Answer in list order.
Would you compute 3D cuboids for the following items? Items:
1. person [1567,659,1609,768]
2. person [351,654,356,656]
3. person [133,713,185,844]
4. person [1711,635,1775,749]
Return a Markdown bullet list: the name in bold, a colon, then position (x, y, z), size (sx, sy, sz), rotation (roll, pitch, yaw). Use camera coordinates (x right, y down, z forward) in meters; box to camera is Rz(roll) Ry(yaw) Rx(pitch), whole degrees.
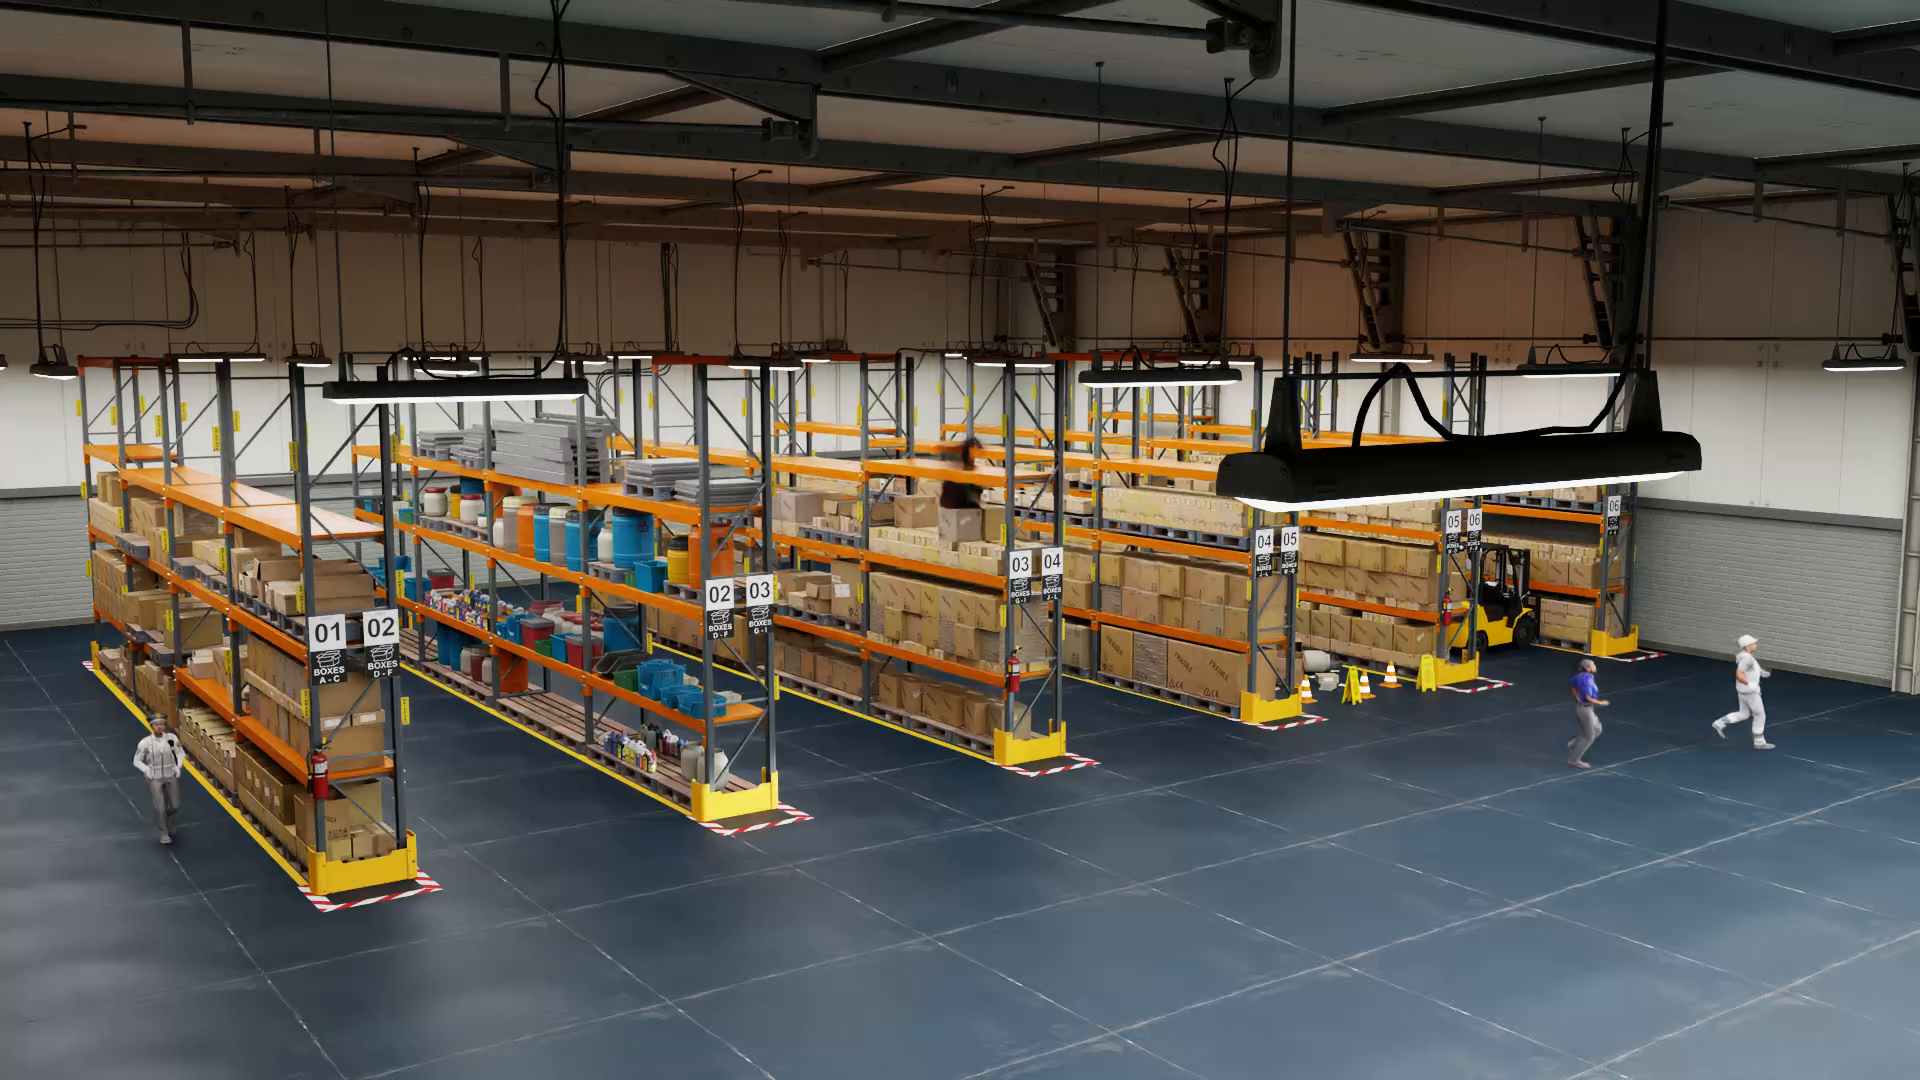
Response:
- **person**: position (9.294, 2.553, 24.580), size (0.537, 1.624, 0.624), rotation (1, 7, 10)
- **person**: position (-10.529, 1.996, 28.366), size (0.657, 1.755, 0.971), rotation (-6, 9, -42)
- **person**: position (-10.043, 2.982, 20.920), size (0.612, 1.648, 0.571), rotation (-5, 9, -35)
- **person**: position (12.142, 2.343, 25.697), size (0.914, 1.765, 0.670), rotation (2, 7, 15)
